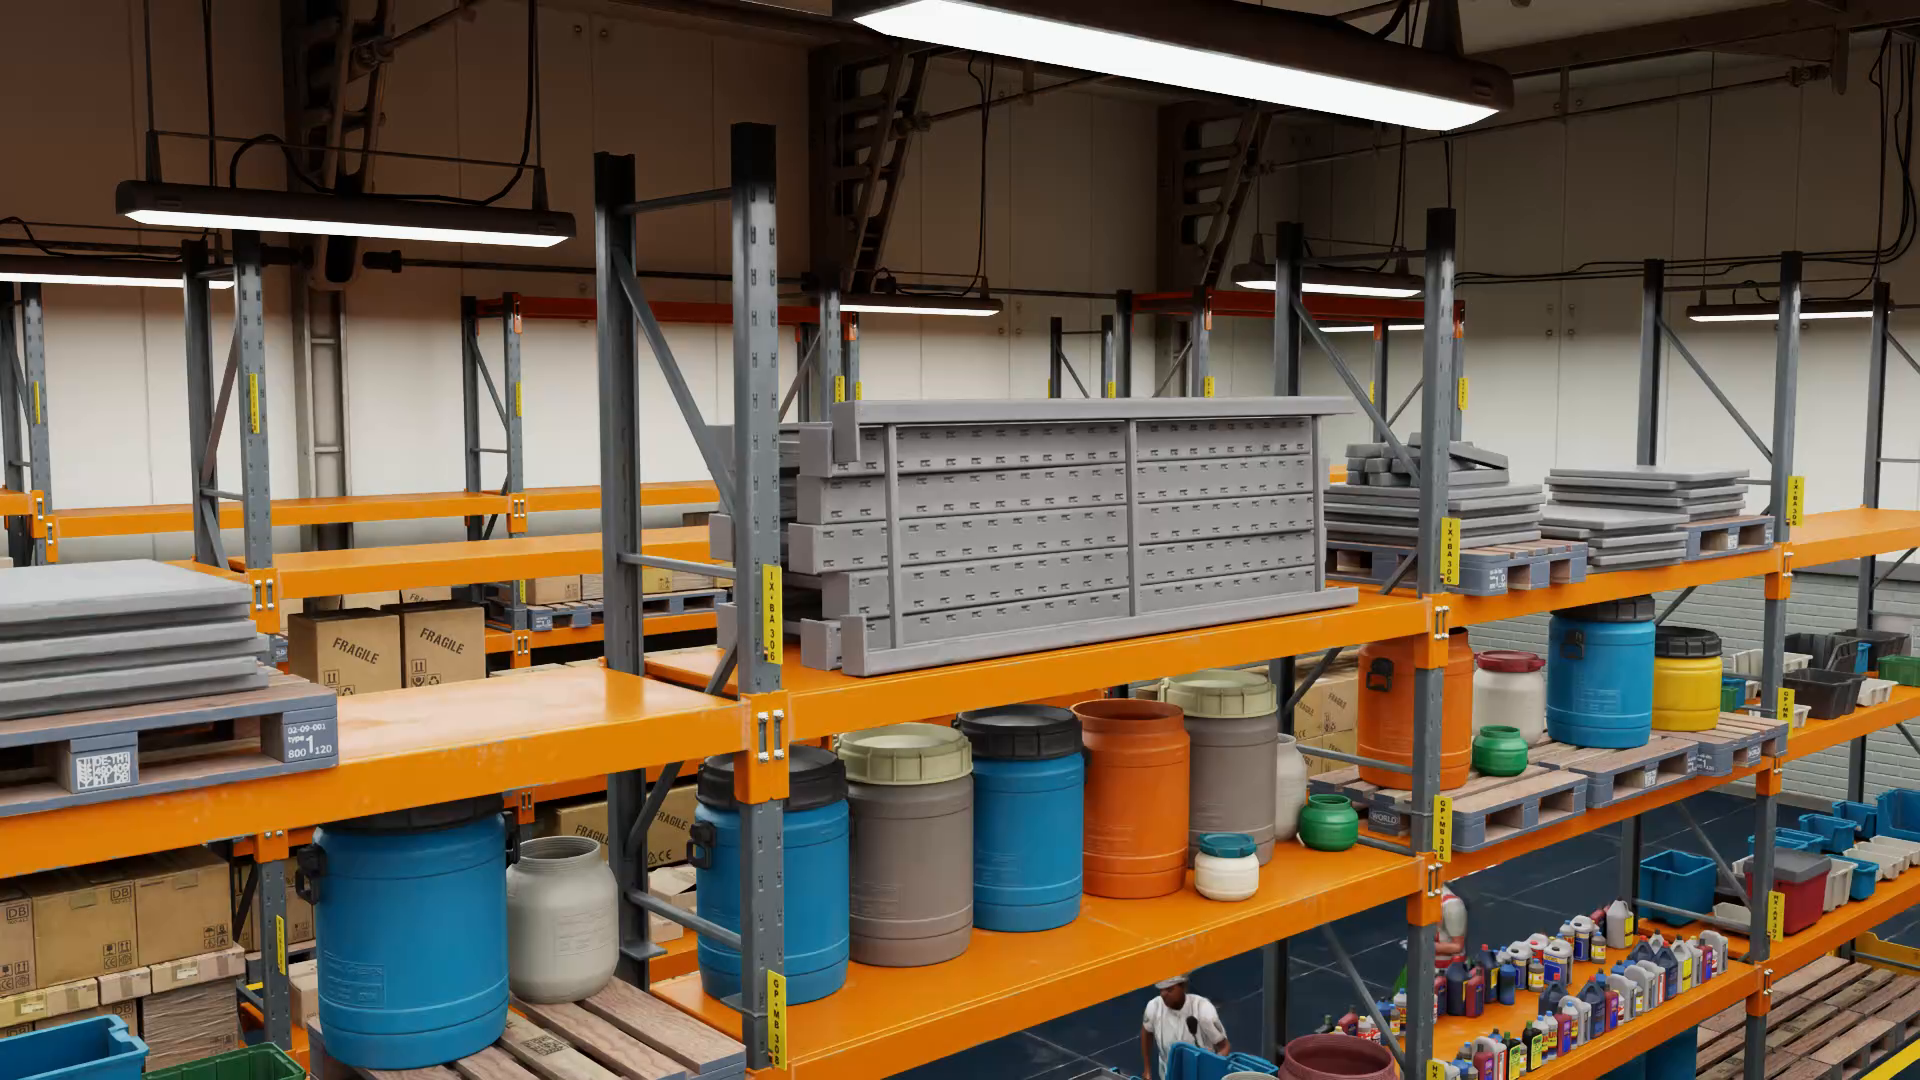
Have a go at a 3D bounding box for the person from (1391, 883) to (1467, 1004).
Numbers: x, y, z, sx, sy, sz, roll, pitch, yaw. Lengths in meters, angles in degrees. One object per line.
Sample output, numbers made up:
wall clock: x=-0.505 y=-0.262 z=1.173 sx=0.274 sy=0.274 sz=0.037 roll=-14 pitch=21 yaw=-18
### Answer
person: x=3.520 y=3.143 z=12.295 sx=0.798 sy=1.730 sz=0.678 roll=-3 pitch=6 yaw=-30

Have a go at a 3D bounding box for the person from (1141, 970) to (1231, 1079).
person: x=1.430 y=3.415 z=10.397 sx=0.615 sy=1.631 sz=0.748 roll=1 pitch=5 yaw=9
